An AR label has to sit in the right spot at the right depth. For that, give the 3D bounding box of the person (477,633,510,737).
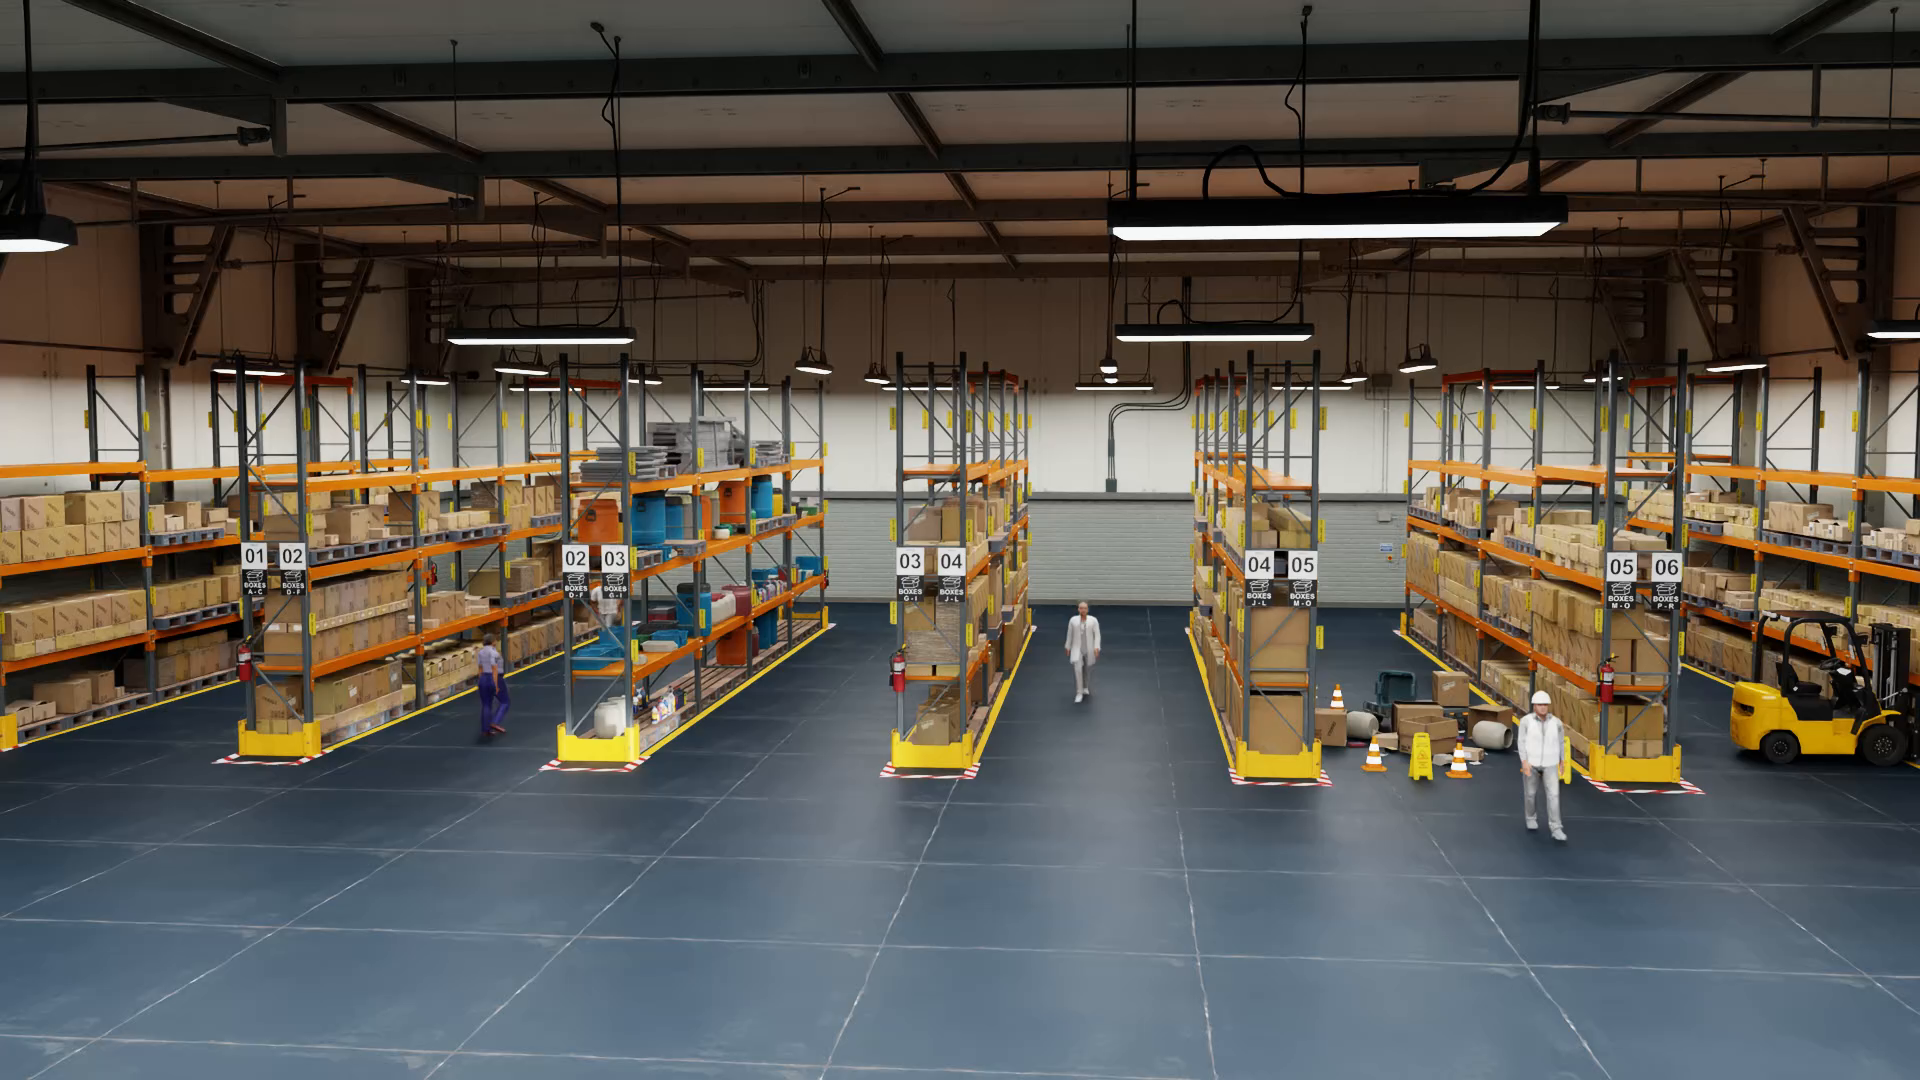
[{"bbox_3d":[-7.452,2.301,26.433,0.546,1.637,0.452,1,4,15],"label":"person"}]

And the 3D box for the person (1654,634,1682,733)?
[{"bbox_3d":[11.423,2.319,26.777,0.483,1.578,0.538,-1,4,-10],"label":"person"}]

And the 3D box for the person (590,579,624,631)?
[{"bbox_3d":[-7.717,1.584,36.404,0.684,1.666,0.696,1,4,14],"label":"person"}]

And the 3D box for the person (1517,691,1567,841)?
[{"bbox_3d":[7.009,2.686,20.029,0.569,1.727,0.960,1,4,13],"label":"person"}]

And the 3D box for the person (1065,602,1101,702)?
[{"bbox_3d":[2.229,1.994,29.944,0.603,1.714,1.099,0,4,-4],"label":"person"}]
